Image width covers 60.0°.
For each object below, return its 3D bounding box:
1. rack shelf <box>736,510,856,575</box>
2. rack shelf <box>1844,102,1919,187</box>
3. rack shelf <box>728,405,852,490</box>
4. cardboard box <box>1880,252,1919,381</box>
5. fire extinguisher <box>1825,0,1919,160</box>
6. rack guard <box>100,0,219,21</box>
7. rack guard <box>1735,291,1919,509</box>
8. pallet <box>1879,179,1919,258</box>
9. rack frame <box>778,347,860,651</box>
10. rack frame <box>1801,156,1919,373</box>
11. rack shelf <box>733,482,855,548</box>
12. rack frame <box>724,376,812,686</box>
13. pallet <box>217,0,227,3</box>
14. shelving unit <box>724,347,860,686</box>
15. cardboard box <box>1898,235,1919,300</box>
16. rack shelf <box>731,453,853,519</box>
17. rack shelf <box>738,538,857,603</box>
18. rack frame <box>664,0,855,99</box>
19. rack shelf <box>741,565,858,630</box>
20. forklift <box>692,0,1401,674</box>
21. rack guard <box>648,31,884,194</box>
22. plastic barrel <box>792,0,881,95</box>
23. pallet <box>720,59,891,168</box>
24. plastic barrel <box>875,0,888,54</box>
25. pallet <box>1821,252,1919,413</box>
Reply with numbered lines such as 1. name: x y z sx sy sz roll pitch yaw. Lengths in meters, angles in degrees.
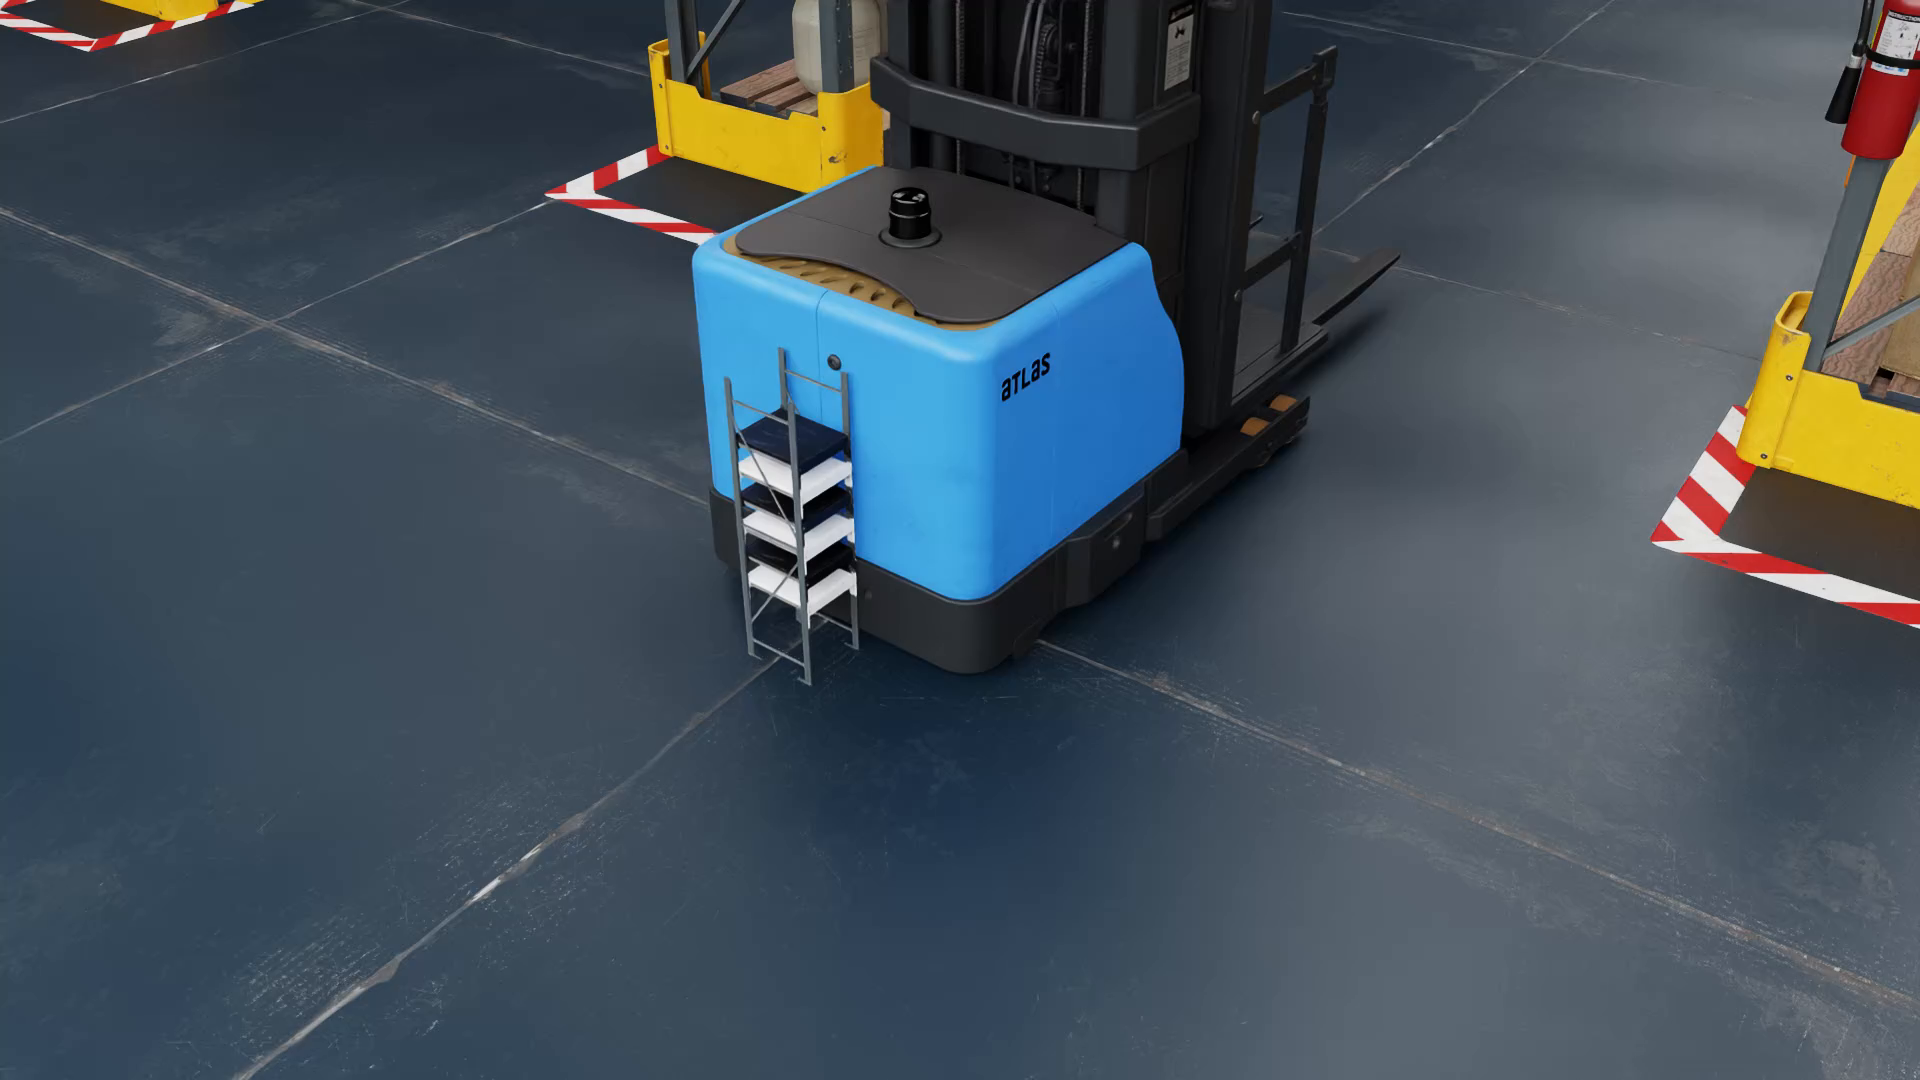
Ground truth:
1. rack shelf: -0.447 -0.023 4.540 0.258 0.077 0.200 23 40 30
2. rack shelf: 4.303 -2.003 6.176 1.077 0.370 4.000 21 39 28
3. rack shelf: -0.447 -0.247 4.389 0.258 0.077 0.200 23 40 30
4. cardboard box: 3.532 -0.801 5.613 0.500 0.500 0.500 -29 43 -35
5. fire extinguisher: 2.718 -1.443 4.775 0.296 0.674 0.183 21 39 28
6. rack guard: -4.987 -3.500 9.979 1.175 0.500 0.348 21 39 28
7. rack guard: 3.206 -0.380 5.365 1.175 0.500 0.348 21 39 28
8. pallet: 4.394 -1.182 6.809 1.003 0.211 1.213 21 39 28
9. rack frame: -0.385 -0.096 4.588 0.240 0.900 0.006 23 40 30
10. rack frame: 3.162 -1.380 4.613 1.000 3.000 0.127 21 39 28
11. rack shelf: -0.447 -0.098 4.490 0.258 0.077 0.200 23 40 30
12. rack frame: -0.509 -0.006 4.455 0.240 0.900 0.006 23 40 30
13. pallet: -4.572 -3.756 10.616 1.003 0.211 1.213 21 39 28
14. shelving unit: -0.447 -0.051 4.522 0.258 0.900 0.210 23 40 30
15. cardboard box: 3.845 -1.087 6.036 0.500 0.500 0.500 -25 41 -32
16. rack shelf: -0.447 -0.172 4.439 0.258 0.077 0.200 23 40 30
17. rack shelf: -0.447 0.052 4.591 0.258 0.077 0.200 23 40 30
18. rack frame: -0.907 -2.962 6.953 1.000 3.000 0.127 21 39 28
19. rack shelf: -0.447 0.126 4.641 0.258 0.077 0.200 23 40 30
20. forklift: 0.548 -1.612 5.018 1.130 2.935 3.031 23 40 30
21. rack guard: -0.902 -1.977 7.727 1.175 0.500 0.348 21 39 28
22. plastic barrel: -0.594 -2.433 8.016 0.421 0.512 0.421 0 34 0
23. pallet: -0.434 -2.229 8.358 1.003 0.211 1.213 21 39 28
24. plastic barrel: -0.308 -2.664 8.357 0.421 0.512 0.421 0 34 0
25. pallet: 3.698 -0.623 5.982 1.003 0.211 1.213 21 39 28
